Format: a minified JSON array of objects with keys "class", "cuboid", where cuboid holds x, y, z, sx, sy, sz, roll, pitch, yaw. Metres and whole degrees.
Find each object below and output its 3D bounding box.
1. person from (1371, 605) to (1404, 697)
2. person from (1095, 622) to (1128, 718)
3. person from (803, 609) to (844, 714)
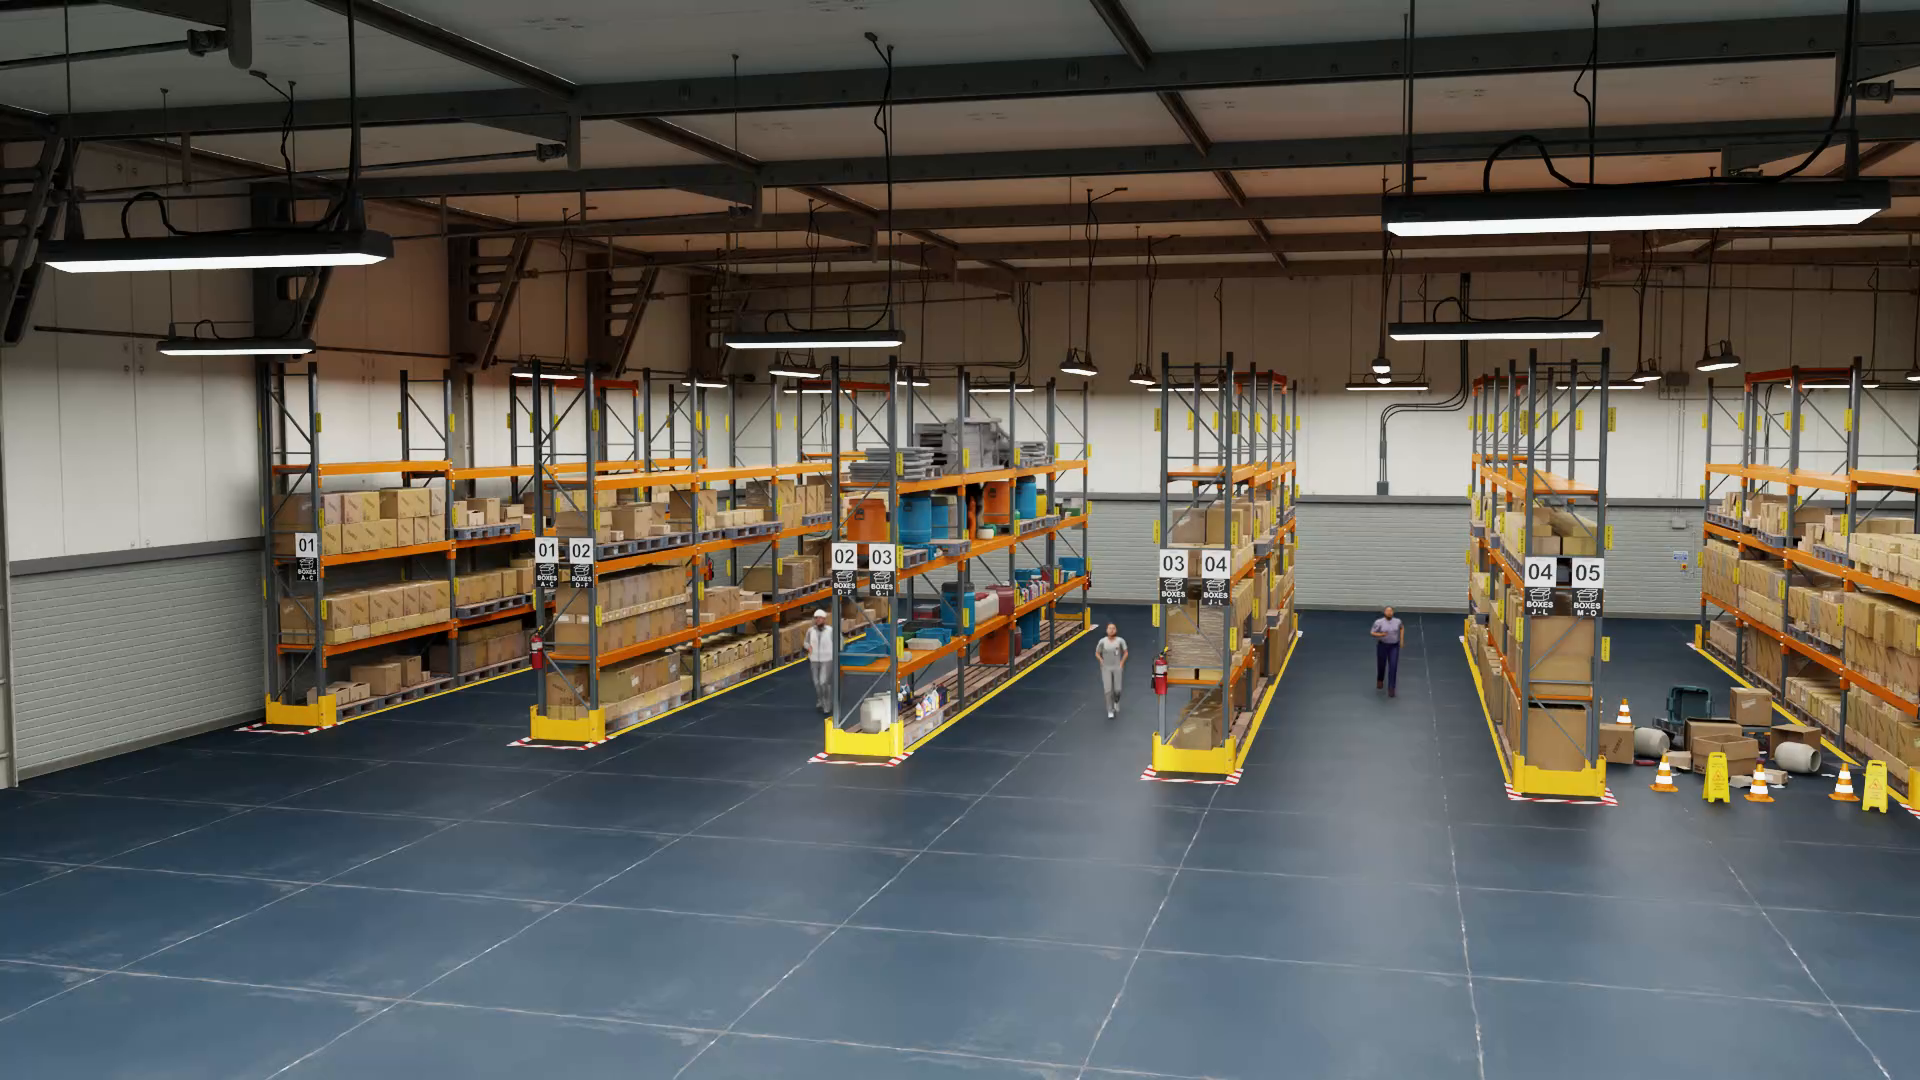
[{"class":"person","cuboid":[7.861,2.014,30.572,0.637,1.632,0.907,0,4,6]},{"class":"person","cuboid":[2.572,2.202,28.247,0.561,1.621,0.584,0,4,5]},{"class":"person","cuboid":[-2.389,2.116,28.772,0.671,1.834,0.733,1,4,13]}]
